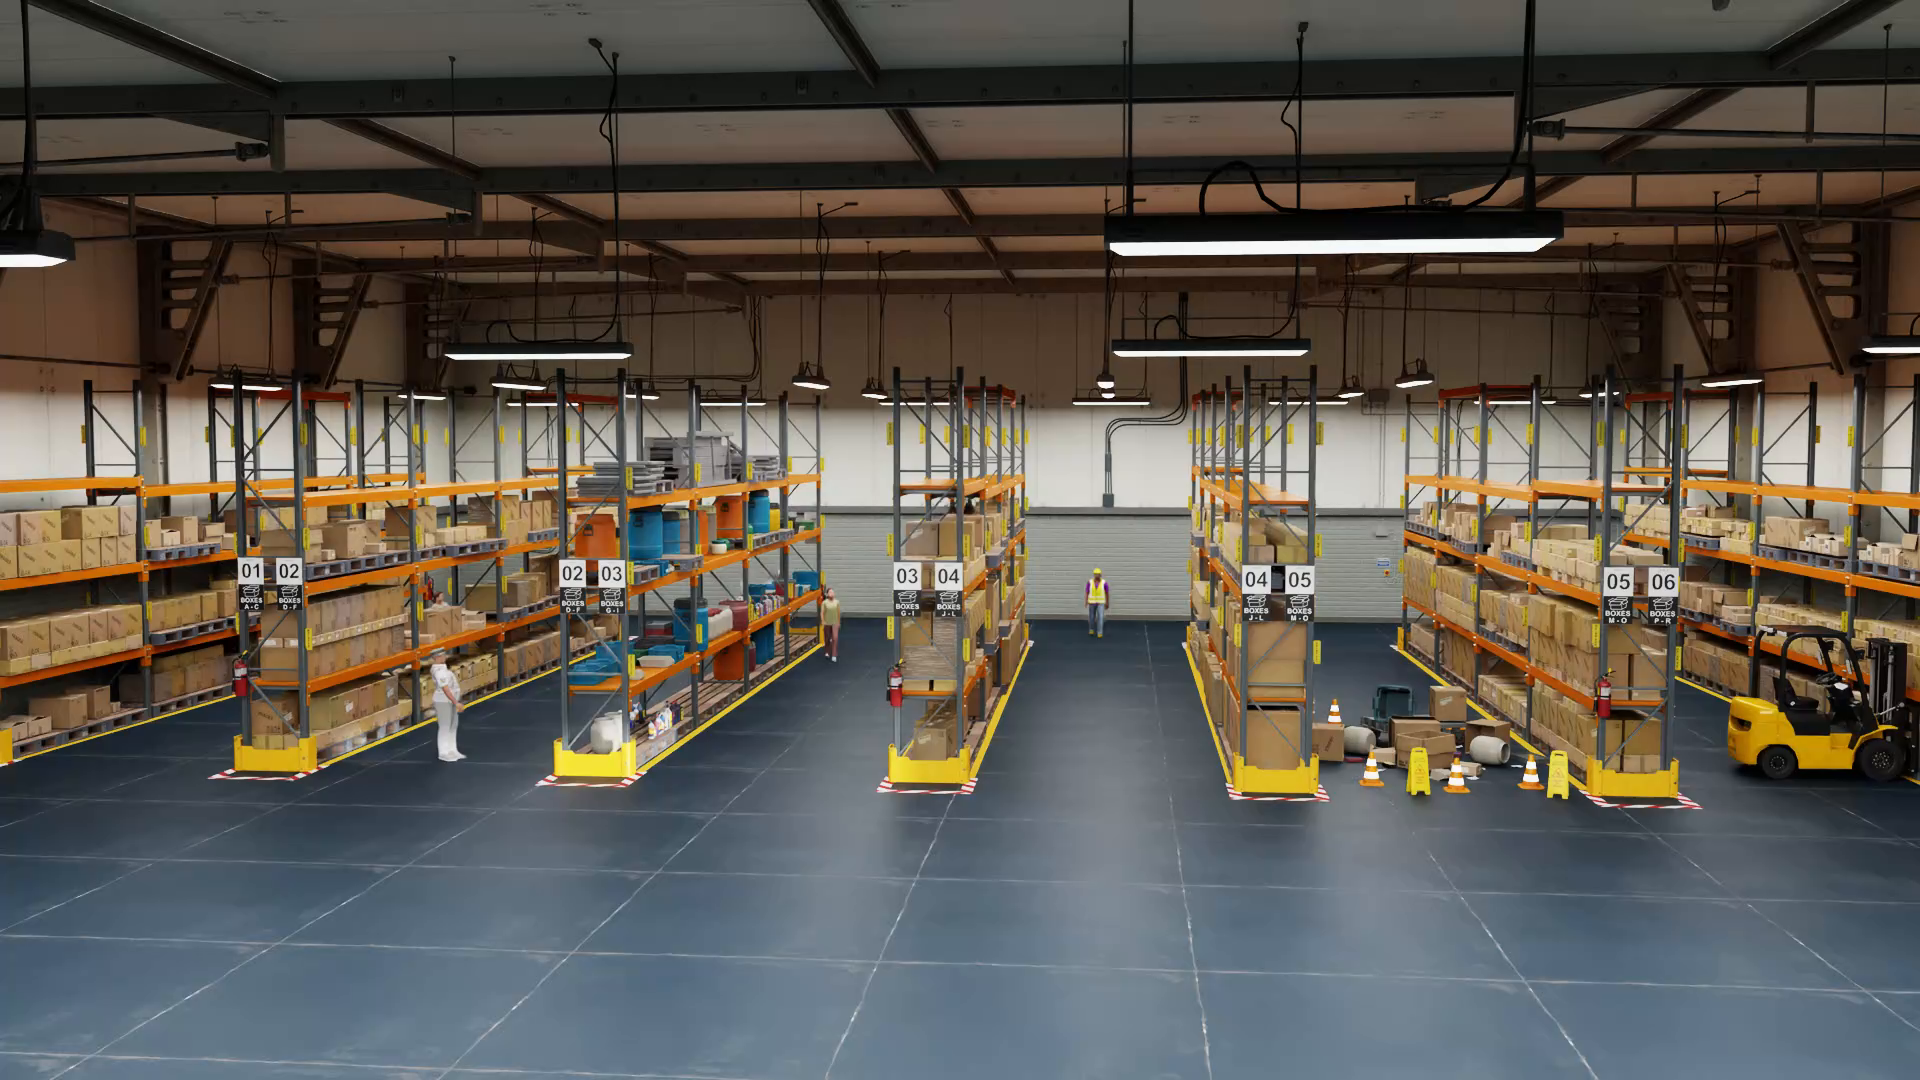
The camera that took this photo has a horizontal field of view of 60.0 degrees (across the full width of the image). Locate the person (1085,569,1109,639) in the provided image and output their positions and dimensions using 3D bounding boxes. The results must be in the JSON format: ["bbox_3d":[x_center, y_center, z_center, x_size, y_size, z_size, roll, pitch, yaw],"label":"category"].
[{"bbox_3d":[3.408,1.575,41.344,0.629,1.732,0.989,0,4,-1],"label":"person"}]

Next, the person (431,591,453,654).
[{"bbox_3d":[-11.183,1.946,36.050,0.620,1.696,0.406,-2,4,-35],"label":"person"}]

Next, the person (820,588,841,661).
[{"bbox_3d":[-2.894,1.898,37.188,0.458,1.573,1.015,0,4,-3],"label":"person"}]

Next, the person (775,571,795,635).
[{"bbox_3d":[-4.384,1.588,41.581,0.471,1.673,0.520,0,4,5],"label":"person"}]

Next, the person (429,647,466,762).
[{"bbox_3d":[-7.913,2.545,25.744,0.598,1.776,0.621,0,4,2],"label":"person"}]
